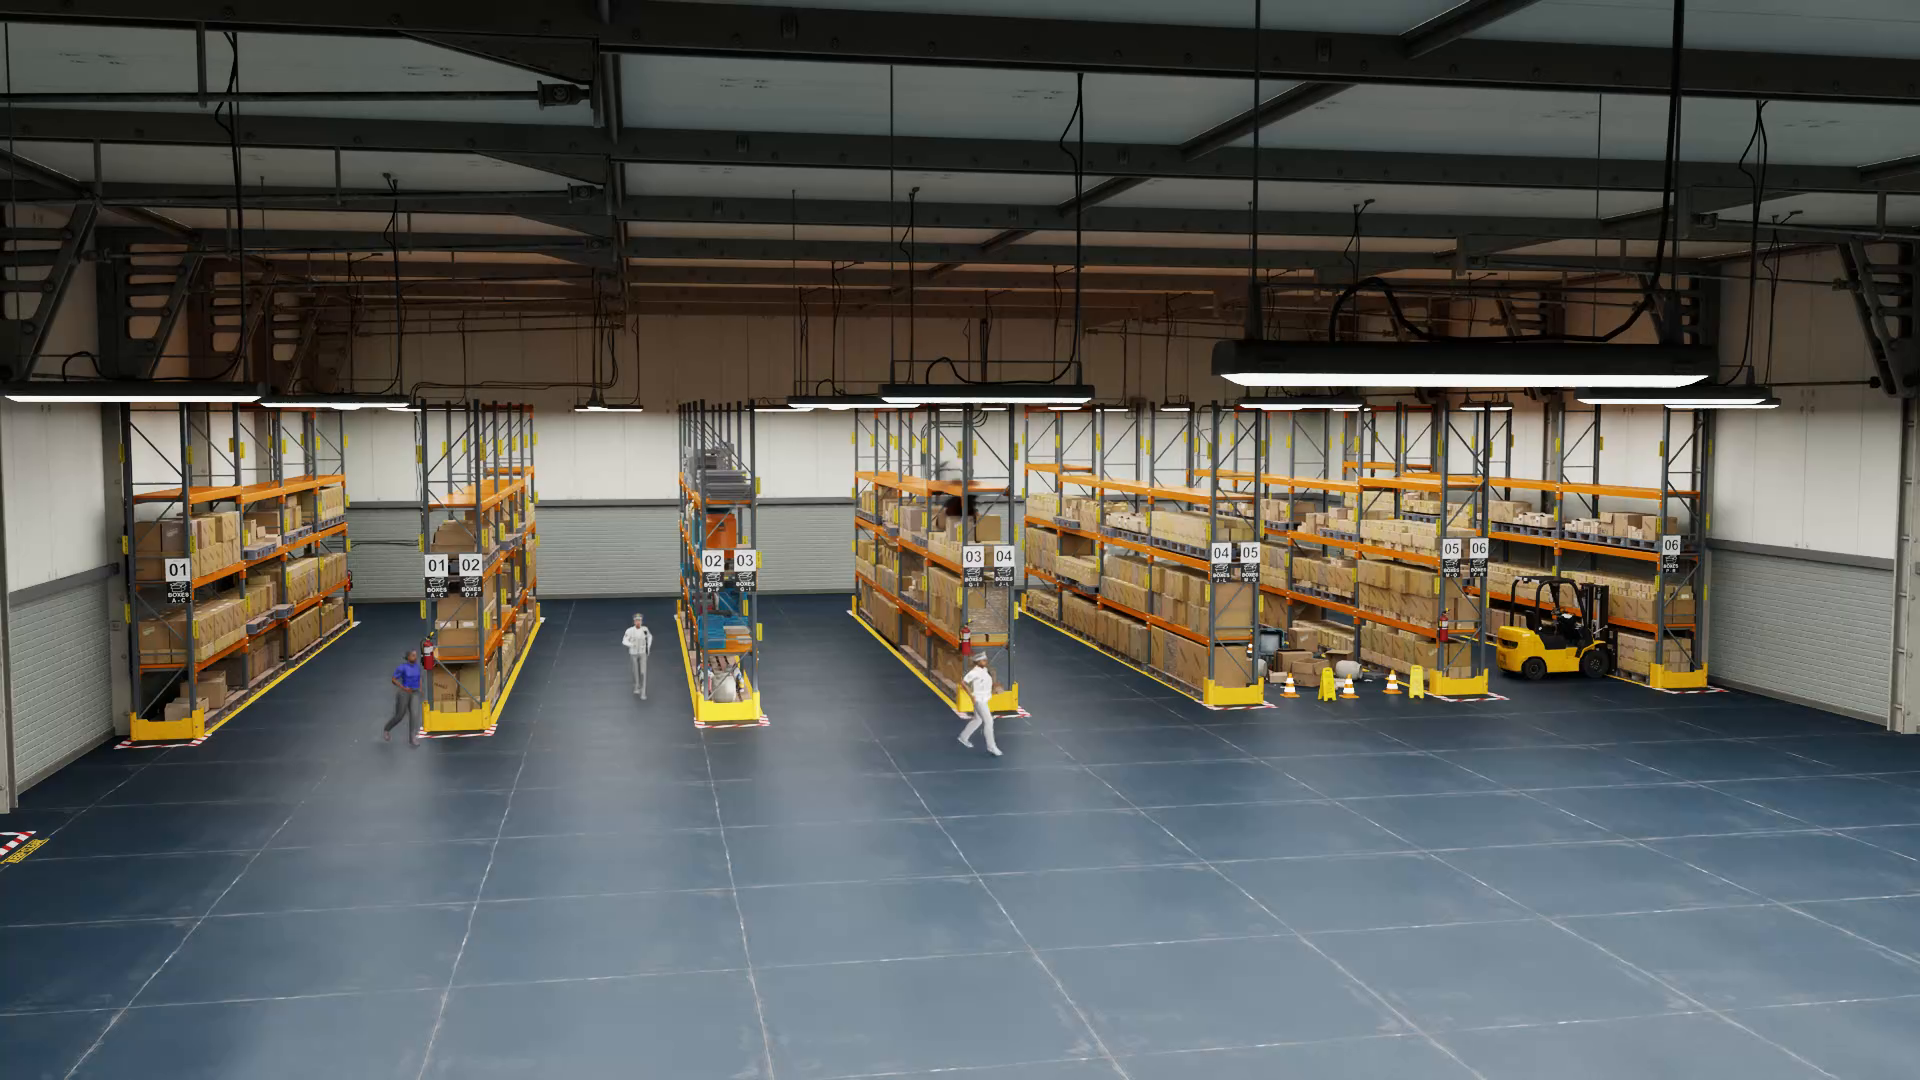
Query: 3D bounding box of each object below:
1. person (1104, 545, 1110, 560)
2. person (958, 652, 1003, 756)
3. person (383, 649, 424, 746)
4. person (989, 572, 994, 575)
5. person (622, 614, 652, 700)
[{"bbox_3d":[4.413,1.050,50.317,0.882,1.792,0.715,-1,4,-9],"label":"person"},{"bbox_3d":[0.353,2.744,28.108,0.834,1.729,0.562,2,5,21],"label":"person"},{"bbox_3d":[-9.574,2.726,28.918,0.925,1.608,0.659,4,6,40],"label":"person"},{"bbox_3d":[0.774,1.320,47.601,0.642,1.652,0.518,0,4,5],"label":"person"},{"bbox_3d":[-6.525,2.344,33.650,0.596,1.742,0.783,-1,4,-13],"label":"person"}]
